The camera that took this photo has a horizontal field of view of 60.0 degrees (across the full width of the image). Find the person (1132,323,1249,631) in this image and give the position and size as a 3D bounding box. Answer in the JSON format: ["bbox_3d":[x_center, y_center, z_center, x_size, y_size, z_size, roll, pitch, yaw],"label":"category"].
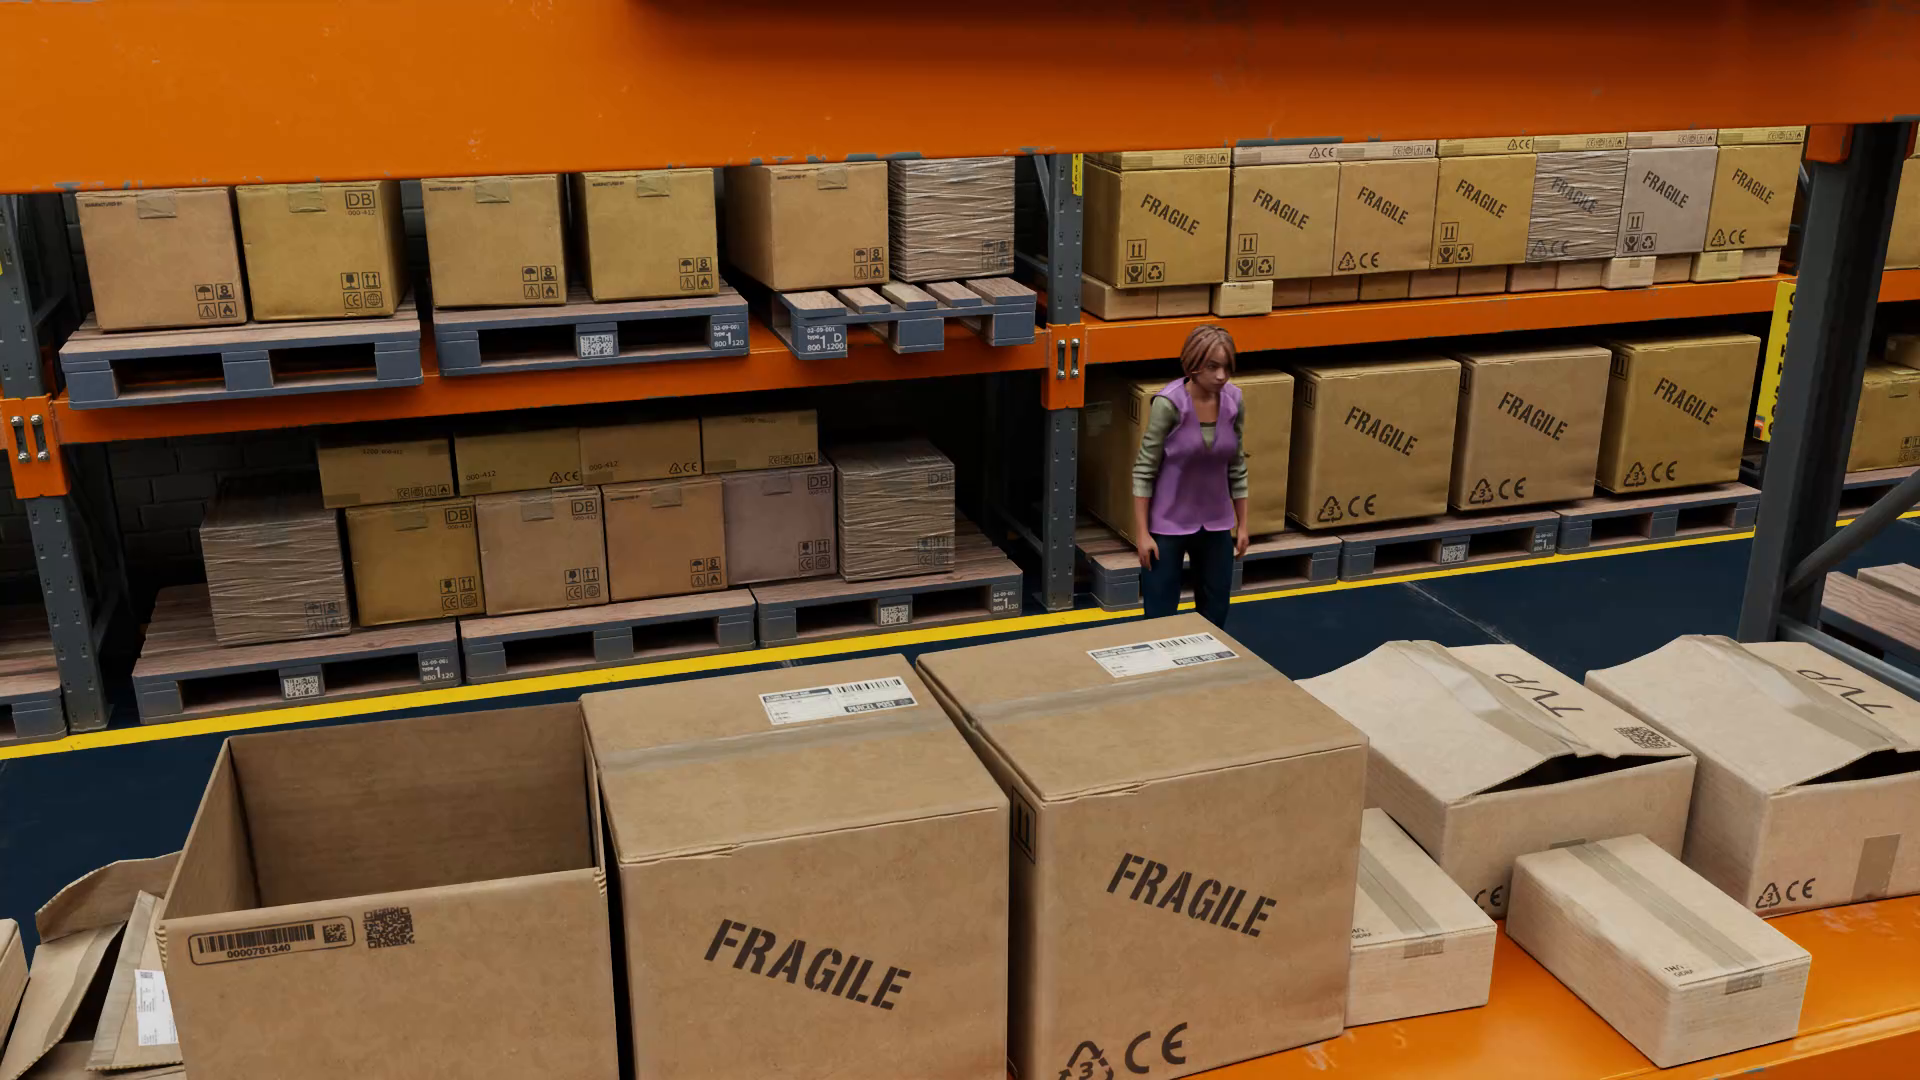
[{"bbox_3d":[0.851,-0.023,6.148,0.463,1.593,0.344,-6,20,-17],"label":"person"}]
